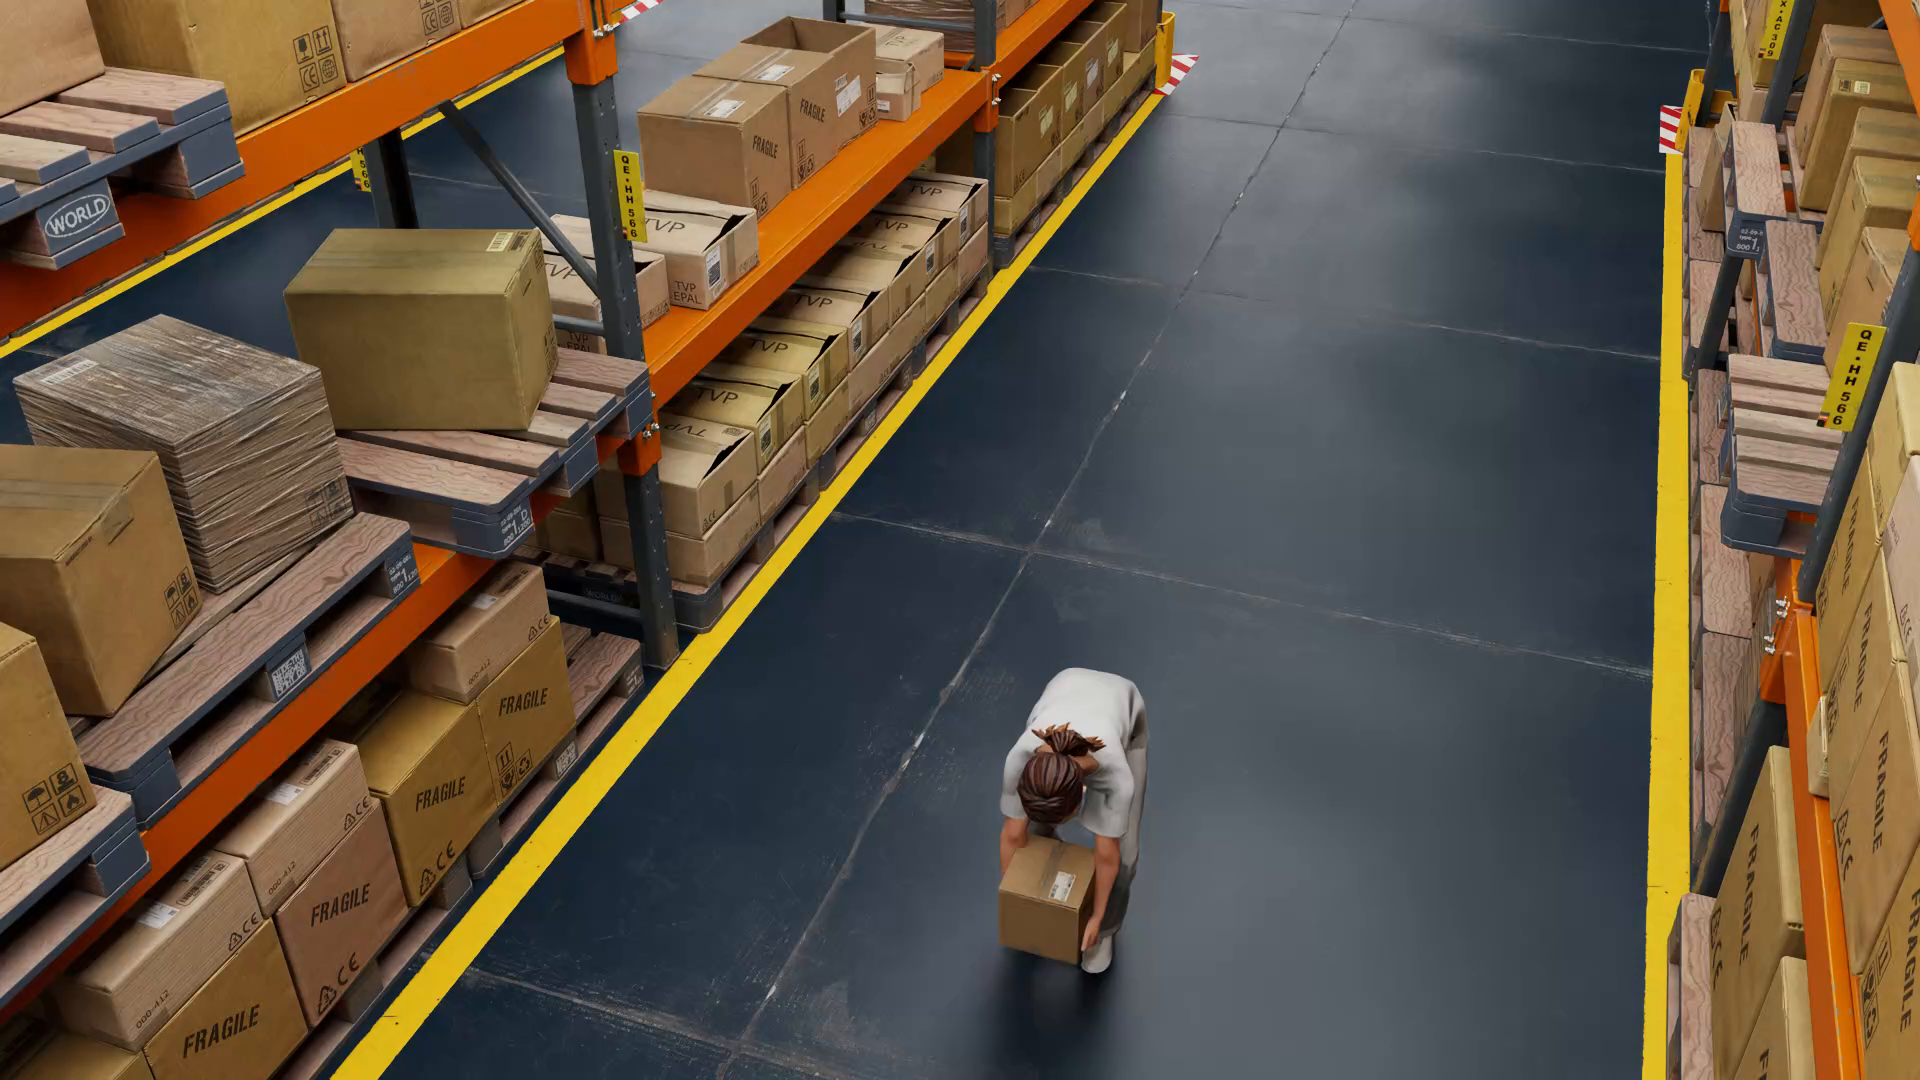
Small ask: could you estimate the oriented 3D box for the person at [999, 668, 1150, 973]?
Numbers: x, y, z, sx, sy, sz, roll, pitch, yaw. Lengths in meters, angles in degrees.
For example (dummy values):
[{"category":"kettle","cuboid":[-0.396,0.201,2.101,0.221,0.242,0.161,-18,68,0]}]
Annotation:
[{"category":"person","cuboid":[0.337,0.928,5.200,0.432,1.164,0.846,10,35,15]}]
